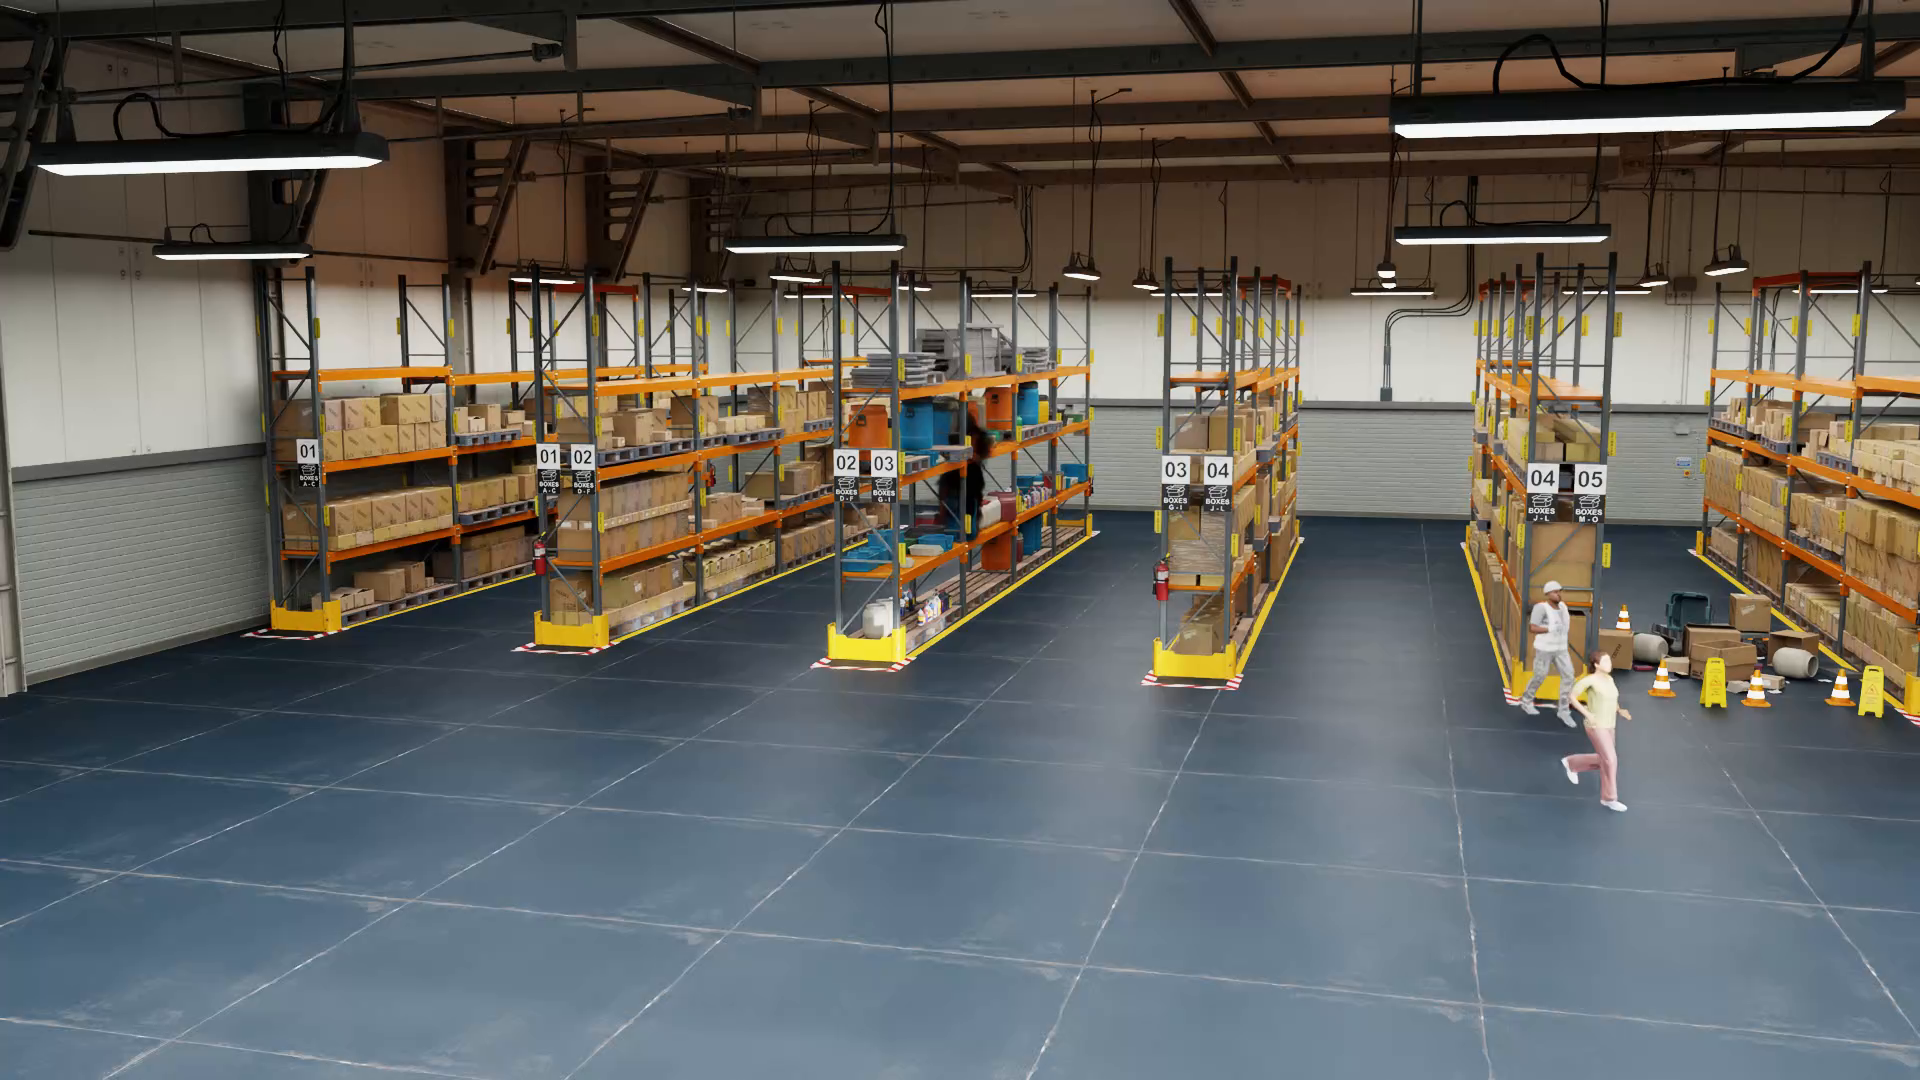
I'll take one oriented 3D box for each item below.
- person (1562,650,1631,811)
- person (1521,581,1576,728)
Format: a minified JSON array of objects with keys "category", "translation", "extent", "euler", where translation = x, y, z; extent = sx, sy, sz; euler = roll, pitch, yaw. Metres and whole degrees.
[{"category":"person","translation":[6.714,1.977,17.582],"extent":[0.579,1.660,0.818],"euler":[-5,9,-34]},{"category":"person","translation":[7.496,1.426,21.149],"extent":[0.672,1.832,0.772],"euler":[-3,8,-20]}]
